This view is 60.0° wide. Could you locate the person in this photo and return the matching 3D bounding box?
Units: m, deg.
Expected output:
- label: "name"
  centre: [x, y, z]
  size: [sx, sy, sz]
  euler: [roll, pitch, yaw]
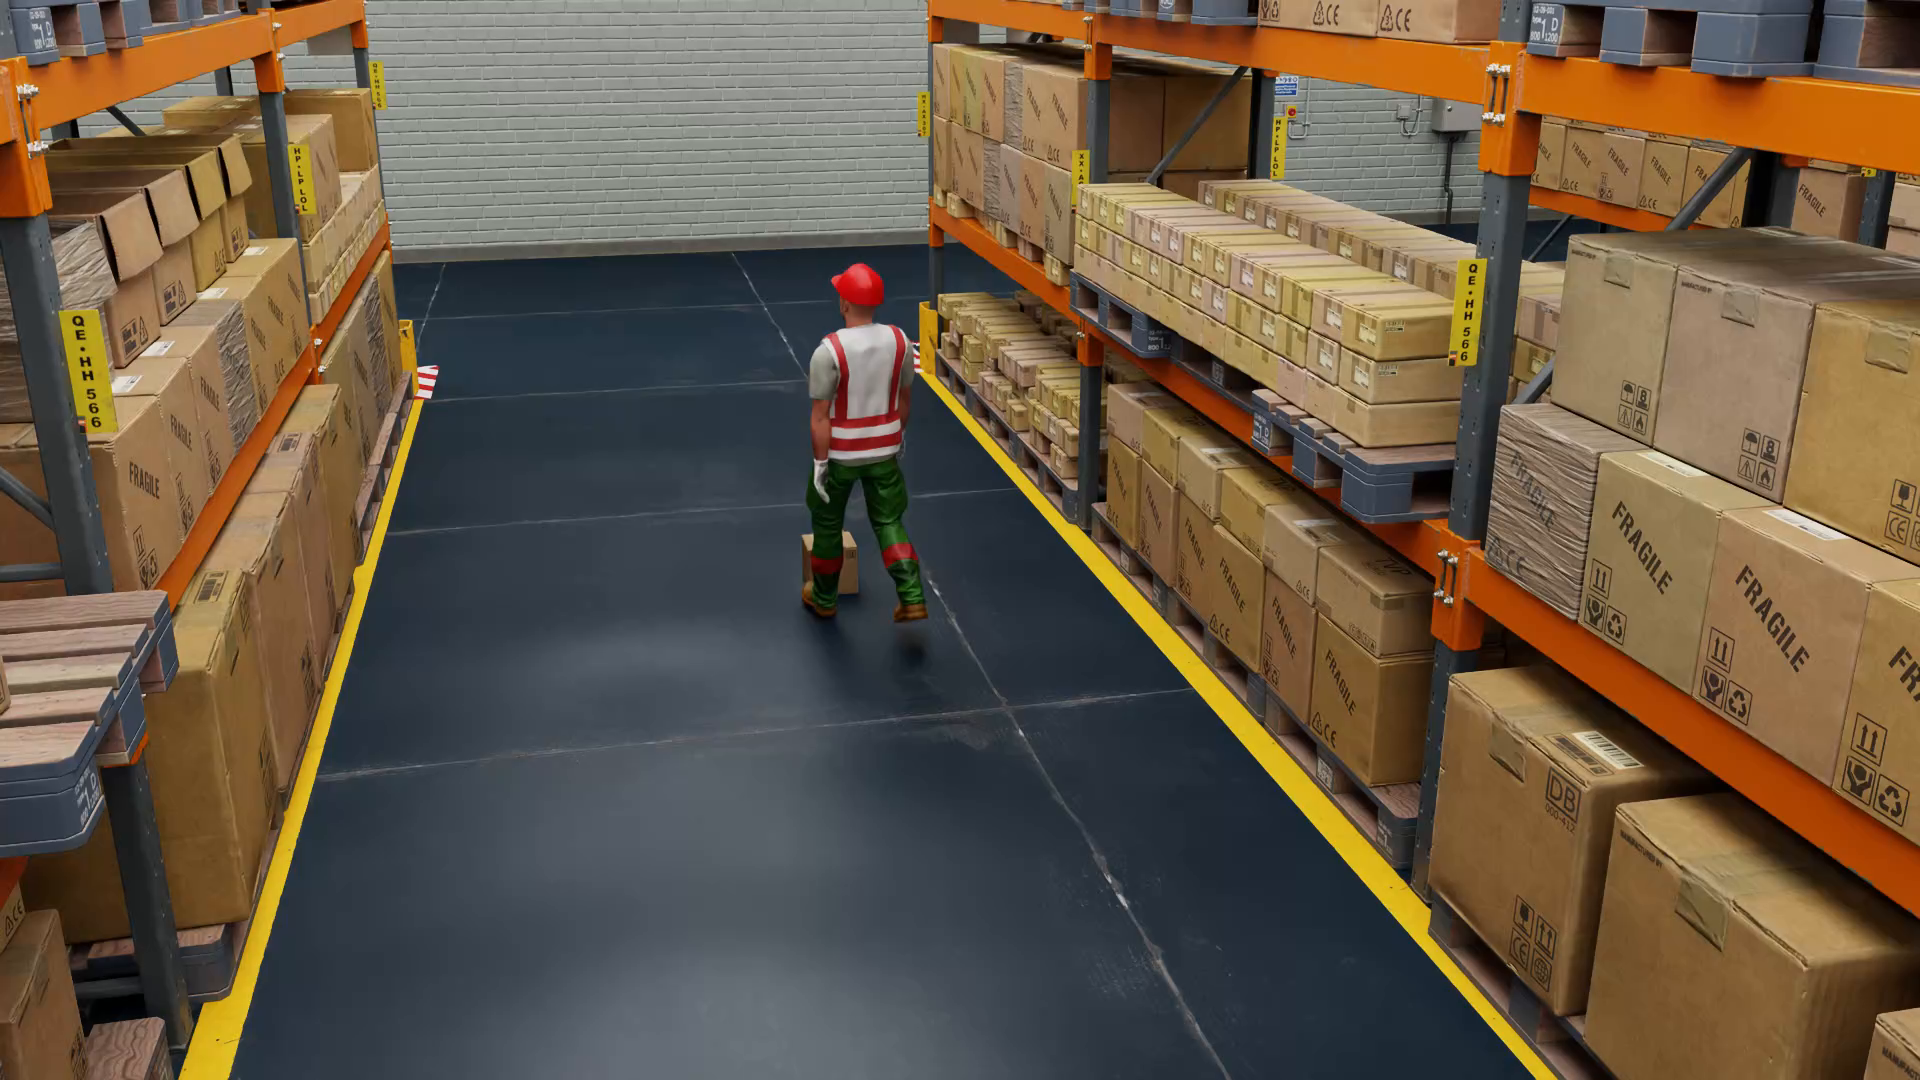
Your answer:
- label: "person"
  centre: [-0.476, -0.422, 7.729]
  size: [0.543, 1.764, 0.894]
  euler: [-8, 21, -22]
